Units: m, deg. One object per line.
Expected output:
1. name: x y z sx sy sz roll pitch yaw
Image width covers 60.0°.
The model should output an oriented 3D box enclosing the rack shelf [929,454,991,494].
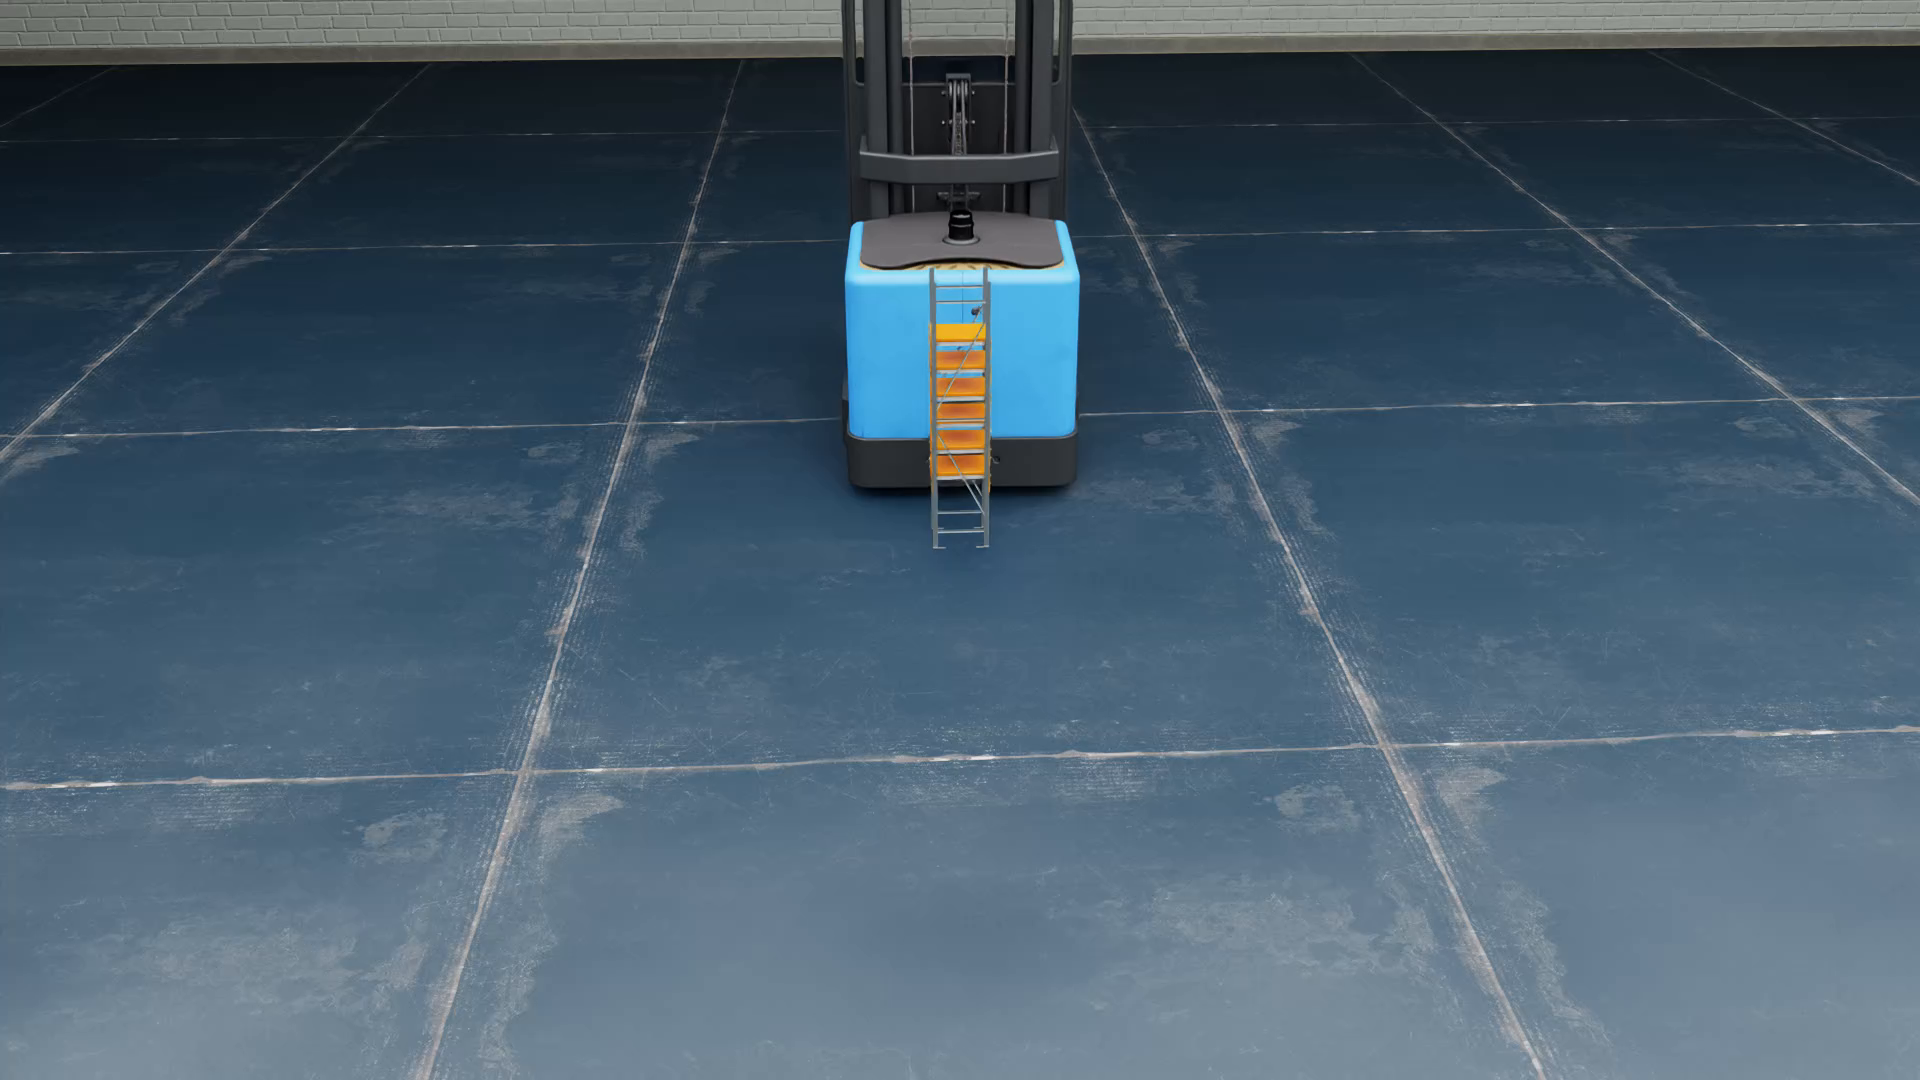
1. rack shelf: -0.001 -0.286 7.117 0.258 0.103 0.180 -1 28 -3

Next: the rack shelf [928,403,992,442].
1. rack shelf: -0.001 -0.499 7.006 0.258 0.103 0.180 -1 28 -3

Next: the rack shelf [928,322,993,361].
1. rack shelf: -0.001 -0.818 6.839 0.258 0.103 0.180 -1 28 -3

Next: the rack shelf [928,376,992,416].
1. rack shelf: -0.001 -0.606 6.950 0.258 0.103 0.180 -1 28 -3

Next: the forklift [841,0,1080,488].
1. forklift: -0.019 -2.177 8.254 1.130 2.935 3.031 -1 28 -1

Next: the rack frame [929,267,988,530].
1. rack frame: -0.006 -0.581 7.066 0.240 1.200 0.006 -1 28 -3

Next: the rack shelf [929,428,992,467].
1. rack shelf: -0.001 -0.393 7.061 0.258 0.103 0.180 -1 28 -3

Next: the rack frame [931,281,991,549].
1. rack frame: 0.004 -0.496 6.904 0.240 1.200 0.006 -1 28 -3

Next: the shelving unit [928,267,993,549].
1. shelving unit: -0.001 -0.539 6.985 0.258 1.200 0.189 -1 28 -3

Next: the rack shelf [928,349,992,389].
1. rack shelf: -0.001 -0.712 6.895 0.258 0.103 0.180 -1 28 -3
